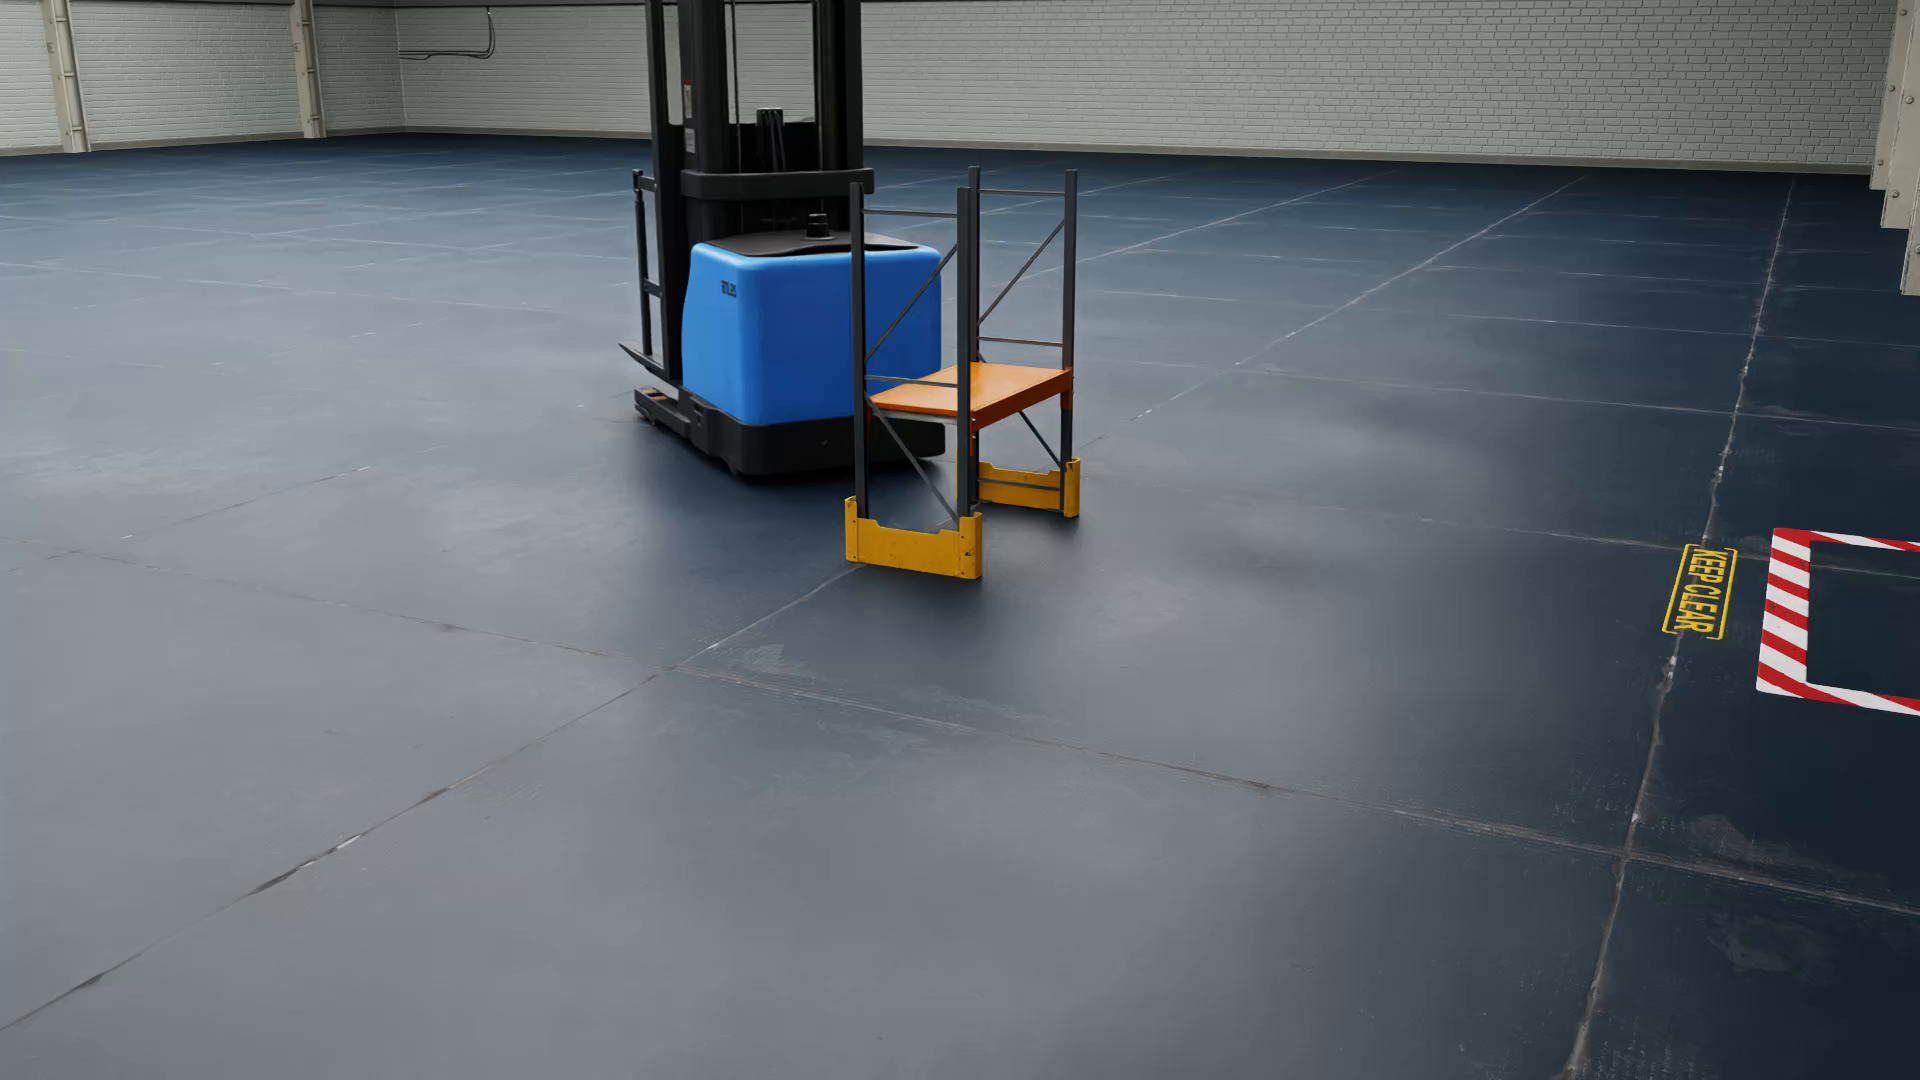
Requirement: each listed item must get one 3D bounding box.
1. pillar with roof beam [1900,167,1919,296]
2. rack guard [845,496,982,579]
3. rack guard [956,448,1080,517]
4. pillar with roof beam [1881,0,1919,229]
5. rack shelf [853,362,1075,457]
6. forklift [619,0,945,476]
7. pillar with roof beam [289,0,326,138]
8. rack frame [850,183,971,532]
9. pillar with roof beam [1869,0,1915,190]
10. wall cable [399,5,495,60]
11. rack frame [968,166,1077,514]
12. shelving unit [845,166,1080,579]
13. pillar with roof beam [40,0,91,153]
[{"bbox_3d":[4.284,-6.953,14.630,9.100,9.000,0.400,8,18,25],"label":"pillar with roof beam"},{"bbox_3d":[-0.188,-0.012,6.627,0.587,0.250,0.087,8,18,25],"label":"rack guard"},{"bbox_3d":[0.257,-0.266,7.481,0.587,0.250,0.087,8,18,25],"label":"rack guard"},{"bbox_3d":[6.965,-8.481,19.775,9.100,9.000,0.400,8,18,25],"label":"pillar with roof beam"},{"bbox_3d":[0.038,-0.568,6.935,0.538,0.185,1.000,8,18,25],"label":"rack shelf"},{"bbox_3d":[-1.170,-2.081,8.883,1.130,2.935,3.031,-8,18,-25],"label":"forklift"},{"bbox_3d":[-10.831,-12.922,34.725,9.100,9.000,0.400,8,18,25],"label":"pillar with roof beam"},{"bbox_3d":[-0.189,-0.611,6.448,0.500,1.500,0.032,8,18,25],"label":"rack frame"},{"bbox_3d":[9.646,-10.010,24.921,9.100,9.000,0.400,8,18,25],"label":"pillar with roof beam"},{"bbox_3d":[-12.183,-12.563,38.972,3.097,2.526,0.112,8,18,25],"label":"wall cable"},{"bbox_3d":[0.265,-0.870,7.320,0.500,1.500,0.032,8,18,25],"label":"rack frame"},{"bbox_3d":[0.034,-0.738,6.876,0.587,1.500,1.083,8,18,25],"label":"shelving unit"},{"bbox_3d":[-13.513,-11.394,29.580,9.100,9.000,0.400,8,18,25],"label":"pillar with roof beam"}]
